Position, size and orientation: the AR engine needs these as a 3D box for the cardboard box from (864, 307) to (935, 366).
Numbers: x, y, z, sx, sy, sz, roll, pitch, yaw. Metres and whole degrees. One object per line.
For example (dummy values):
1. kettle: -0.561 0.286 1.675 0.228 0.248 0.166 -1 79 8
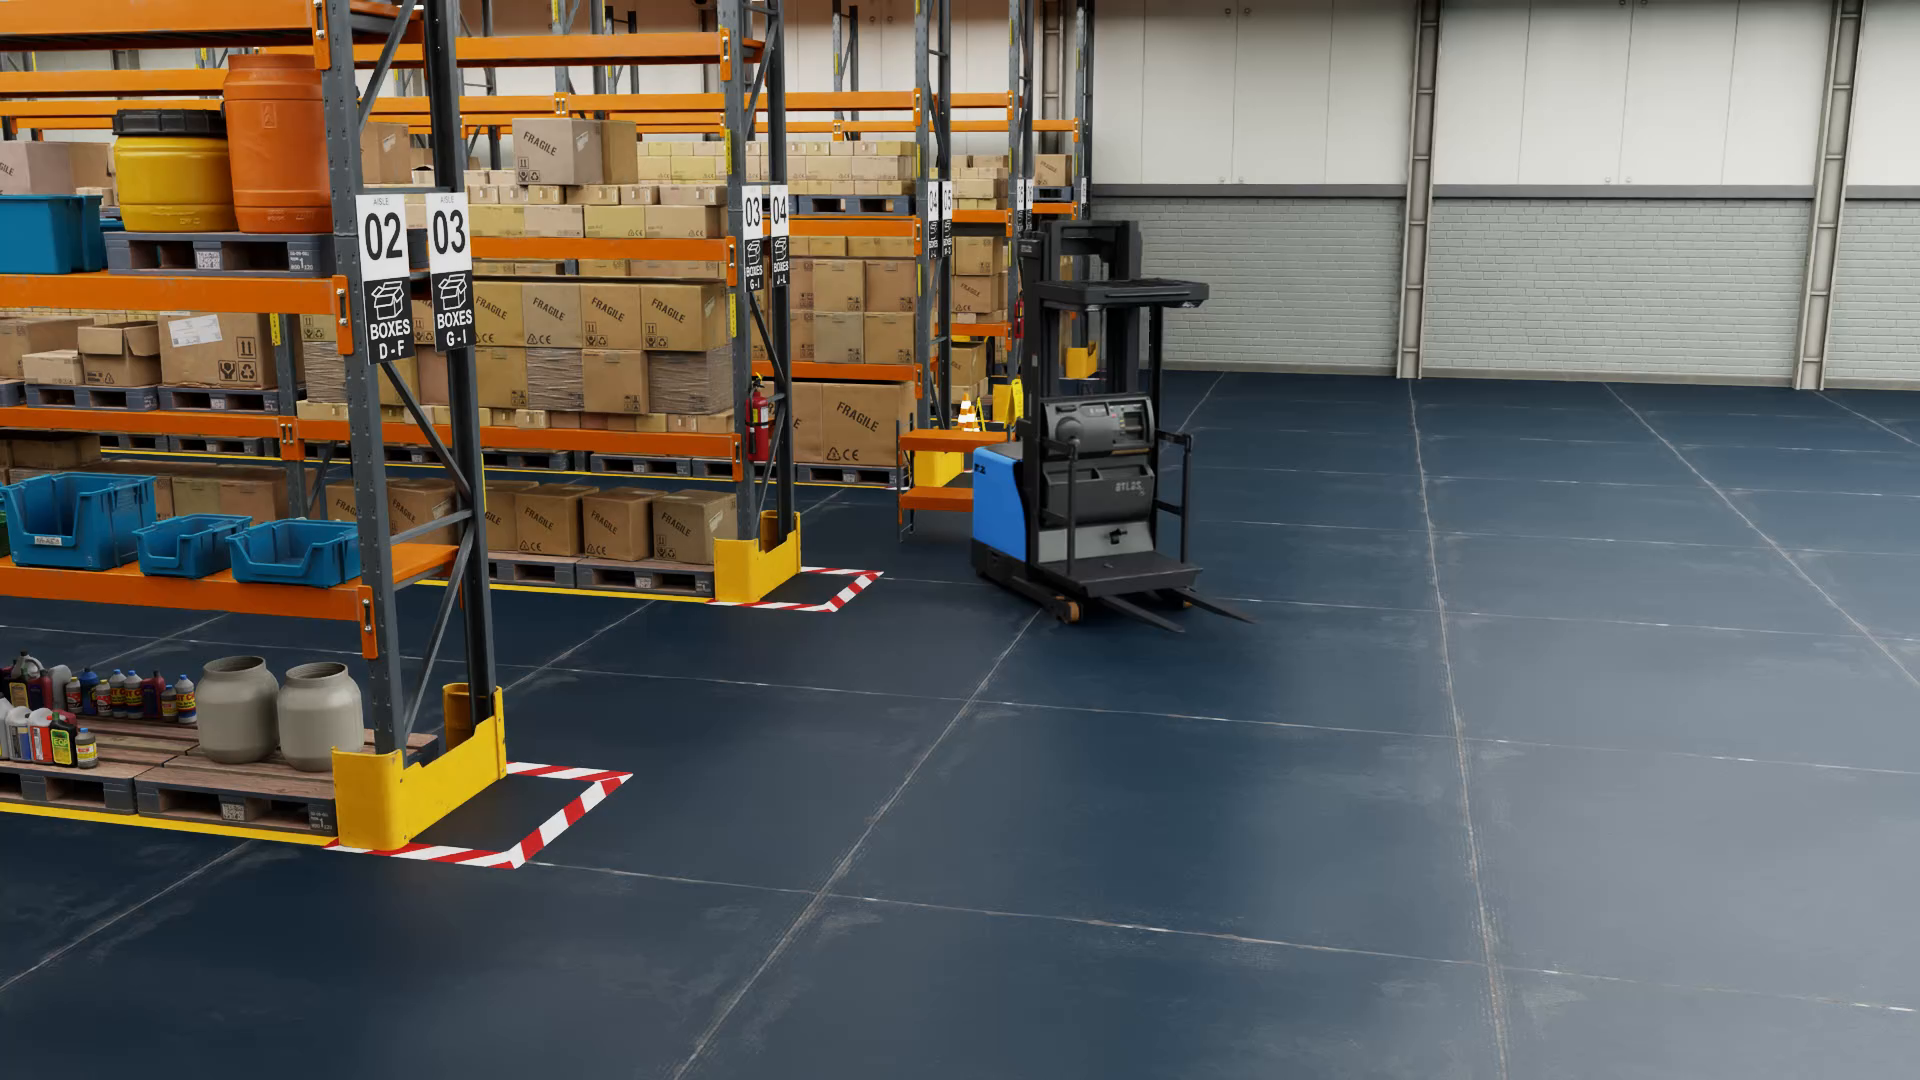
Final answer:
1. cardboard box: -0.648 -2.213 17.955 0.550 0.550 0.875 3 13 14

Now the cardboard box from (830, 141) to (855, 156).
1. cardboard box: -1.176 -4.088 17.364 0.250 0.149 0.380 3 13 14

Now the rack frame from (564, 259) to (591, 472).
1. rack frame: -4.160 -2.338 18.863 0.127 3.000 1.000 3 13 14

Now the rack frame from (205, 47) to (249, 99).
1. rack frame: -10.839 -6.728 24.800 0.127 3.000 1.000 3 13 14

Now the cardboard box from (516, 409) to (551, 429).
1. cardboard box: -3.371 -0.997 13.399 0.250 0.149 0.380 3 13 14

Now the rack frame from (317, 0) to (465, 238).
1. rack frame: -2.750 -2.980 7.905 0.127 3.000 1.000 3 13 14

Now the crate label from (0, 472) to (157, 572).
1. crate label: -4.601 -0.107 8.725 0.616 0.435 0.502 3 13 14

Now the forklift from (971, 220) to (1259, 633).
1. forklift: 1.163 -0.912 12.593 1.130 2.935 3.031 -6 14 -24

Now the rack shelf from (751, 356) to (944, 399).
1. rack shelf: -2.218 -1.883 18.473 4.000 0.370 1.077 3 13 14

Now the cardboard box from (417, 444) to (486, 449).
1. cardboard box: -5.720 -1.509 19.350 0.750 0.750 1.050 3 13 14

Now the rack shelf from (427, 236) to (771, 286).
1. rack shelf: -3.505 -2.310 13.470 4.000 0.370 1.077 3 13 14

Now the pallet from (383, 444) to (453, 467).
1. pallet: -6.115 -1.064 19.557 1.213 0.211 1.003 3 13 14

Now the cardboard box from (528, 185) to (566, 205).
1. cardboard box: -3.169 -2.696 12.978 0.250 0.149 0.380 2 13 11

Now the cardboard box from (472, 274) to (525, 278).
1. cardboard box: -3.973 -1.965 13.956 0.500 0.500 0.500 3 13 14

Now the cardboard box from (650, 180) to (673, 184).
1. cardboard box: -3.151 -3.804 17.924 0.250 0.149 0.380 3 13 13

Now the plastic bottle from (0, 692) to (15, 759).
1. plastic bottle: -5.172 0.990 8.961 0.185 0.351 0.144 4 13 16

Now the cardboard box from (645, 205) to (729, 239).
1. cardboard box: -2.092 -2.455 12.813 0.500 0.250 0.500 3 13 15

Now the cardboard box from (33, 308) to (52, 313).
1. cardboard box: -10.899 -2.824 19.976 0.250 0.149 0.380 2 13 11

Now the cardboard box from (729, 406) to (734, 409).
1. cardboard box: -1.783 -1.035 13.569 0.250 0.149 0.380 3 13 14

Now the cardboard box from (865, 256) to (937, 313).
1. cardboard box: -0.627 -2.758 17.917 0.550 0.550 0.875 3 13 14

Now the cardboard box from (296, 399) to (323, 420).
1. cardboard box: -5.310 -1.103 13.877 0.250 0.149 0.380 3 13 14

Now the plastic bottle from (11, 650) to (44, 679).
1. plastic bottle: -5.439 0.819 9.732 0.185 0.351 0.144 3 13 13

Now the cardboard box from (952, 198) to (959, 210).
1. cardboard box: -0.101 -4.505 22.285 0.250 0.149 0.380 3 13 15

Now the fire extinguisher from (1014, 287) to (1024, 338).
1. fire extinguisher: 0.812 -3.036 22.187 0.183 0.674 0.296 3 13 14

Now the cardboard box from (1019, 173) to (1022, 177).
1. cardboard box: 0.874 -5.866 26.947 0.258 0.266 0.396 3 13 14

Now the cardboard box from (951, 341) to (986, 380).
1. cardboard box: 0.071 -2.506 23.269 0.500 0.500 0.500 3 13 12

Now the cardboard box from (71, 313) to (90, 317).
1. cardboard box: -10.386 -2.652 19.887 0.250 0.149 0.380 3 13 13

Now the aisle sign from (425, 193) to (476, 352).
1. aisle sign: -2.610 -1.378 8.534 0.004 0.787 0.394 3 13 14

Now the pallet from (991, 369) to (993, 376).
1. pallet: 0.064 -2.954 28.077 1.213 0.211 1.003 3 13 14

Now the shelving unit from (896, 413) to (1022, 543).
1. shelving unit: -0.007 -0.549 15.130 1.048 1.125 0.538 3 13 14

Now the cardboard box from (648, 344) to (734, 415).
1. cardboard box: -2.090 -1.321 13.361 0.500 0.500 0.875 3 13 14

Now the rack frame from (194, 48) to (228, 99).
1. rack frame: -13.537 -7.980 30.441 0.127 3.000 1.000 3 13 14

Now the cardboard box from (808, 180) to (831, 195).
1. cardboard box: -1.420 -3.712 17.508 0.250 0.149 0.380 3 13 14

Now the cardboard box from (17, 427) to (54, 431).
1. cardboard box: -11.273 -1.644 20.535 0.500 0.500 0.500 4 13 16

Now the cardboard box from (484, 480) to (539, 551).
1. cardboard box: -3.888 -0.212 14.081 0.500 0.500 0.500 2 13 9

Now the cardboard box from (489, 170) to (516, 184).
1. cardboard box: -4.884 -3.986 18.511 0.500 0.250 0.500 3 13 14

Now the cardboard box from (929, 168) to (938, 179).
1. cardboard box: -0.315 -4.918 22.305 0.250 0.149 0.380 3 13 14

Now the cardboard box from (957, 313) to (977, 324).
1. cardboard box: 0.125 -3.018 22.509 0.250 0.149 0.380 3 13 13

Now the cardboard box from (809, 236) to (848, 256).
1. cardboard box: -1.725 -3.935 22.835 0.500 0.500 0.700 3 13 12

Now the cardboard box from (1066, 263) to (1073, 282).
1. cardboard box: 1.583 -4.354 27.716 0.500 0.500 0.500 3 13 15

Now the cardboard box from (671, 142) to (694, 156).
1. cardboard box: -2.898 -4.180 17.778 0.250 0.149 0.380 3 13 14

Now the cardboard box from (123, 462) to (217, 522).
1. cardboard box: -7.039 -0.389 14.832 0.500 0.500 0.700 2 13 9

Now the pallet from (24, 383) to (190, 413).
1. pallet: -7.398 -1.320 14.717 1.213 0.211 1.003 3 13 14

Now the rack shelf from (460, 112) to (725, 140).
1. rack shelf: -5.014 -5.870 23.517 4.000 0.370 1.077 3 13 14

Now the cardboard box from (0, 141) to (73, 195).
1. cardboard box: -7.954 -3.135 14.144 0.500 0.500 0.500 3 13 12

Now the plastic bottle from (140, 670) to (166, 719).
1. plastic bottle: -4.651 0.885 9.591 0.133 0.283 0.061 3 13 14

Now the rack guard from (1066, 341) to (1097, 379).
1. rack guard: 2.020 -2.999 27.613 0.348 0.500 1.175 3 13 14

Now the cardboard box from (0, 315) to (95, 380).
1. cardboard box: -8.230 -1.734 14.940 0.500 0.500 0.700 5 13 22

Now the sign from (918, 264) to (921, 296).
1. sign: -0.420 -2.698 17.265 0.005 0.325 0.100 3 13 14

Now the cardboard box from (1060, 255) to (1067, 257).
1. cardboard box: 1.599 -4.706 27.119 0.250 0.149 0.380 3 13 14

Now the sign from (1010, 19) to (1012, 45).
1. sign: 0.659 -6.523 21.353 0.005 0.325 0.100 3 13 14

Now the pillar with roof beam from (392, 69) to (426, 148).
1. pillar with roof beam: -11.145 -7.093 26.442 0.548 9.000 9.100 3 13 14

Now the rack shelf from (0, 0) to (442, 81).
1. rack shelf: -4.691 -2.537 8.494 4.000 0.370 1.077 3 13 14

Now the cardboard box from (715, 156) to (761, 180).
1. cardboard box: -2.281 -3.966 17.734 0.500 0.250 0.500 3 13 14

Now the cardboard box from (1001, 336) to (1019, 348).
1. cardboard box: 0.965 -3.315 27.491 0.500 0.250 0.500 3 13 13

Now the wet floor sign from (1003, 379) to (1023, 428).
1. wet floor sign: 0.739 -1.792 21.839 0.232 0.644 0.267 8 15 33
